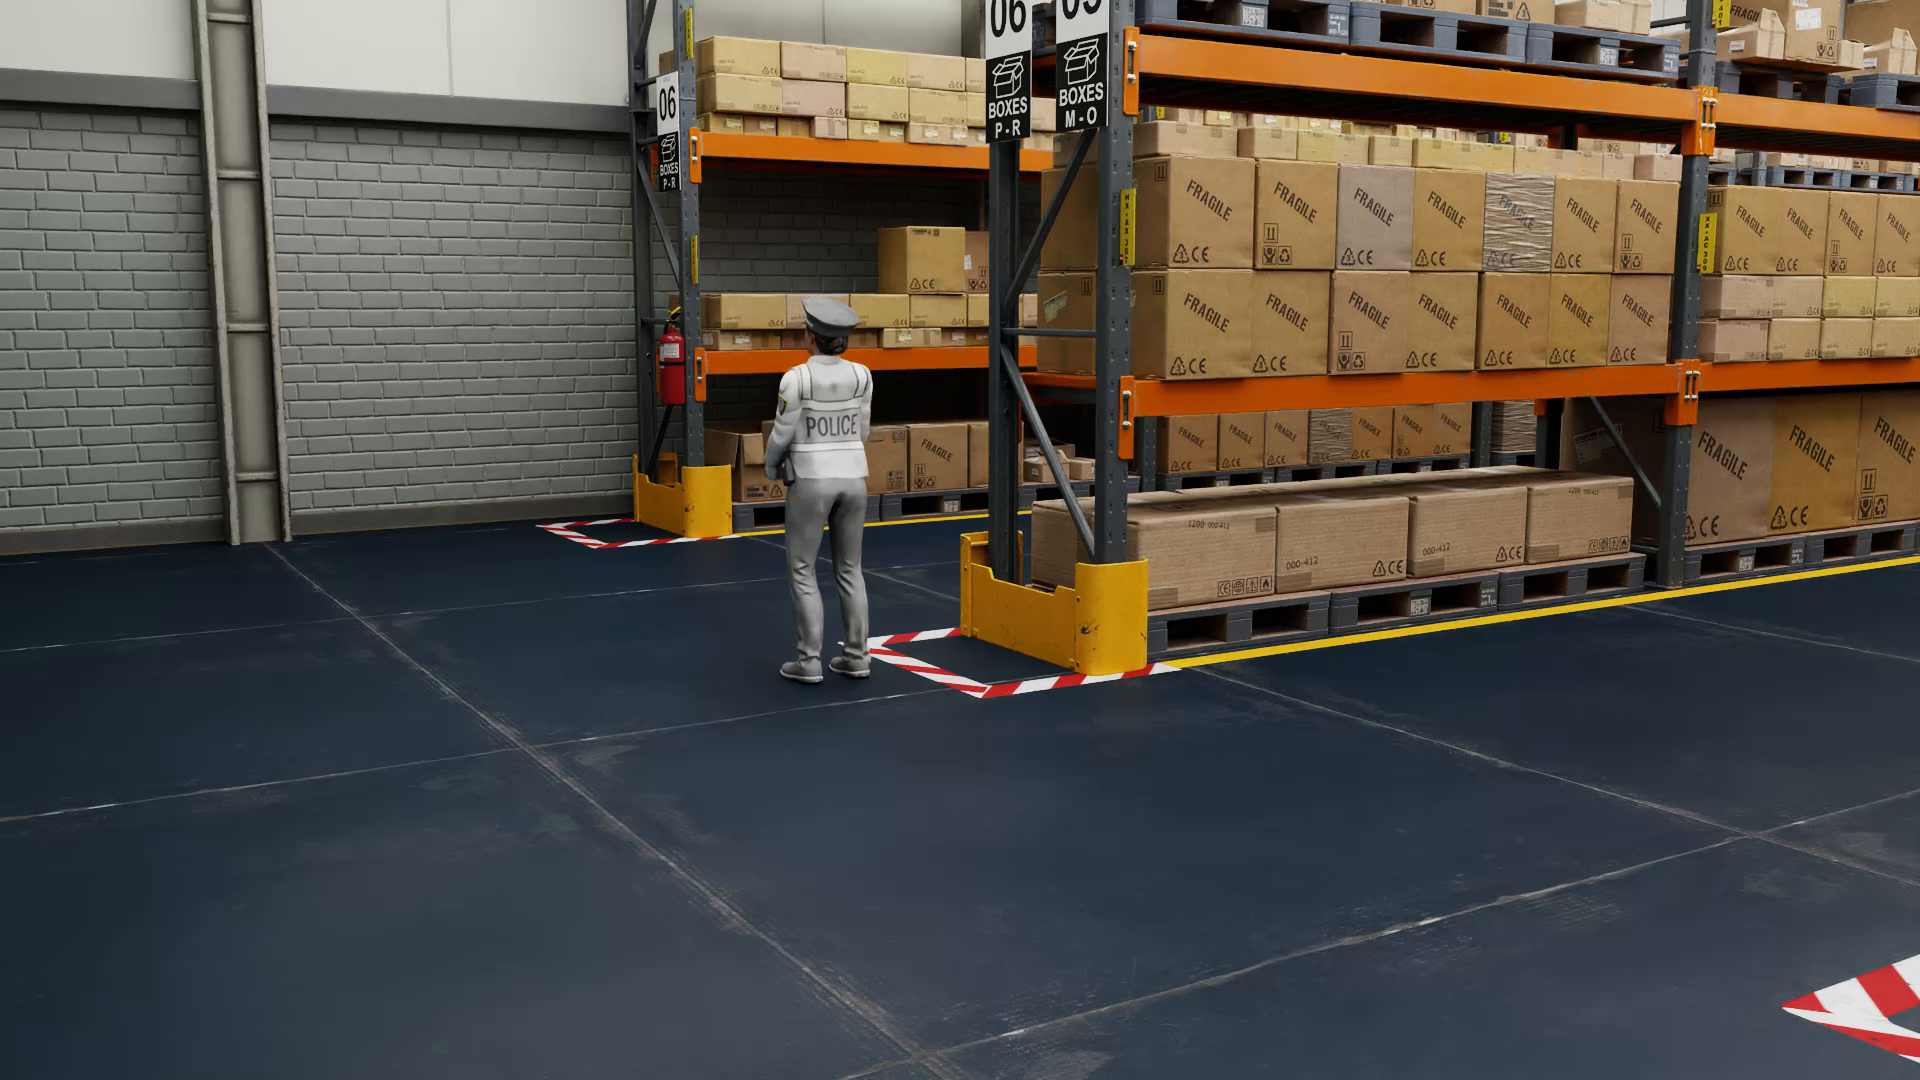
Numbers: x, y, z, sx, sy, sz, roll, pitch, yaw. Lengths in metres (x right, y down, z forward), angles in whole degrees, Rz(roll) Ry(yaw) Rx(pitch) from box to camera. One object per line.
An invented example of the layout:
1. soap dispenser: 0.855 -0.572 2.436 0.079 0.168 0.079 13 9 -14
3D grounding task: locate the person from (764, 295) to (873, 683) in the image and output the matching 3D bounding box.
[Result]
1. person: -0.620 -0.229 7.323 0.459 1.686 0.556 -5 10 -30
